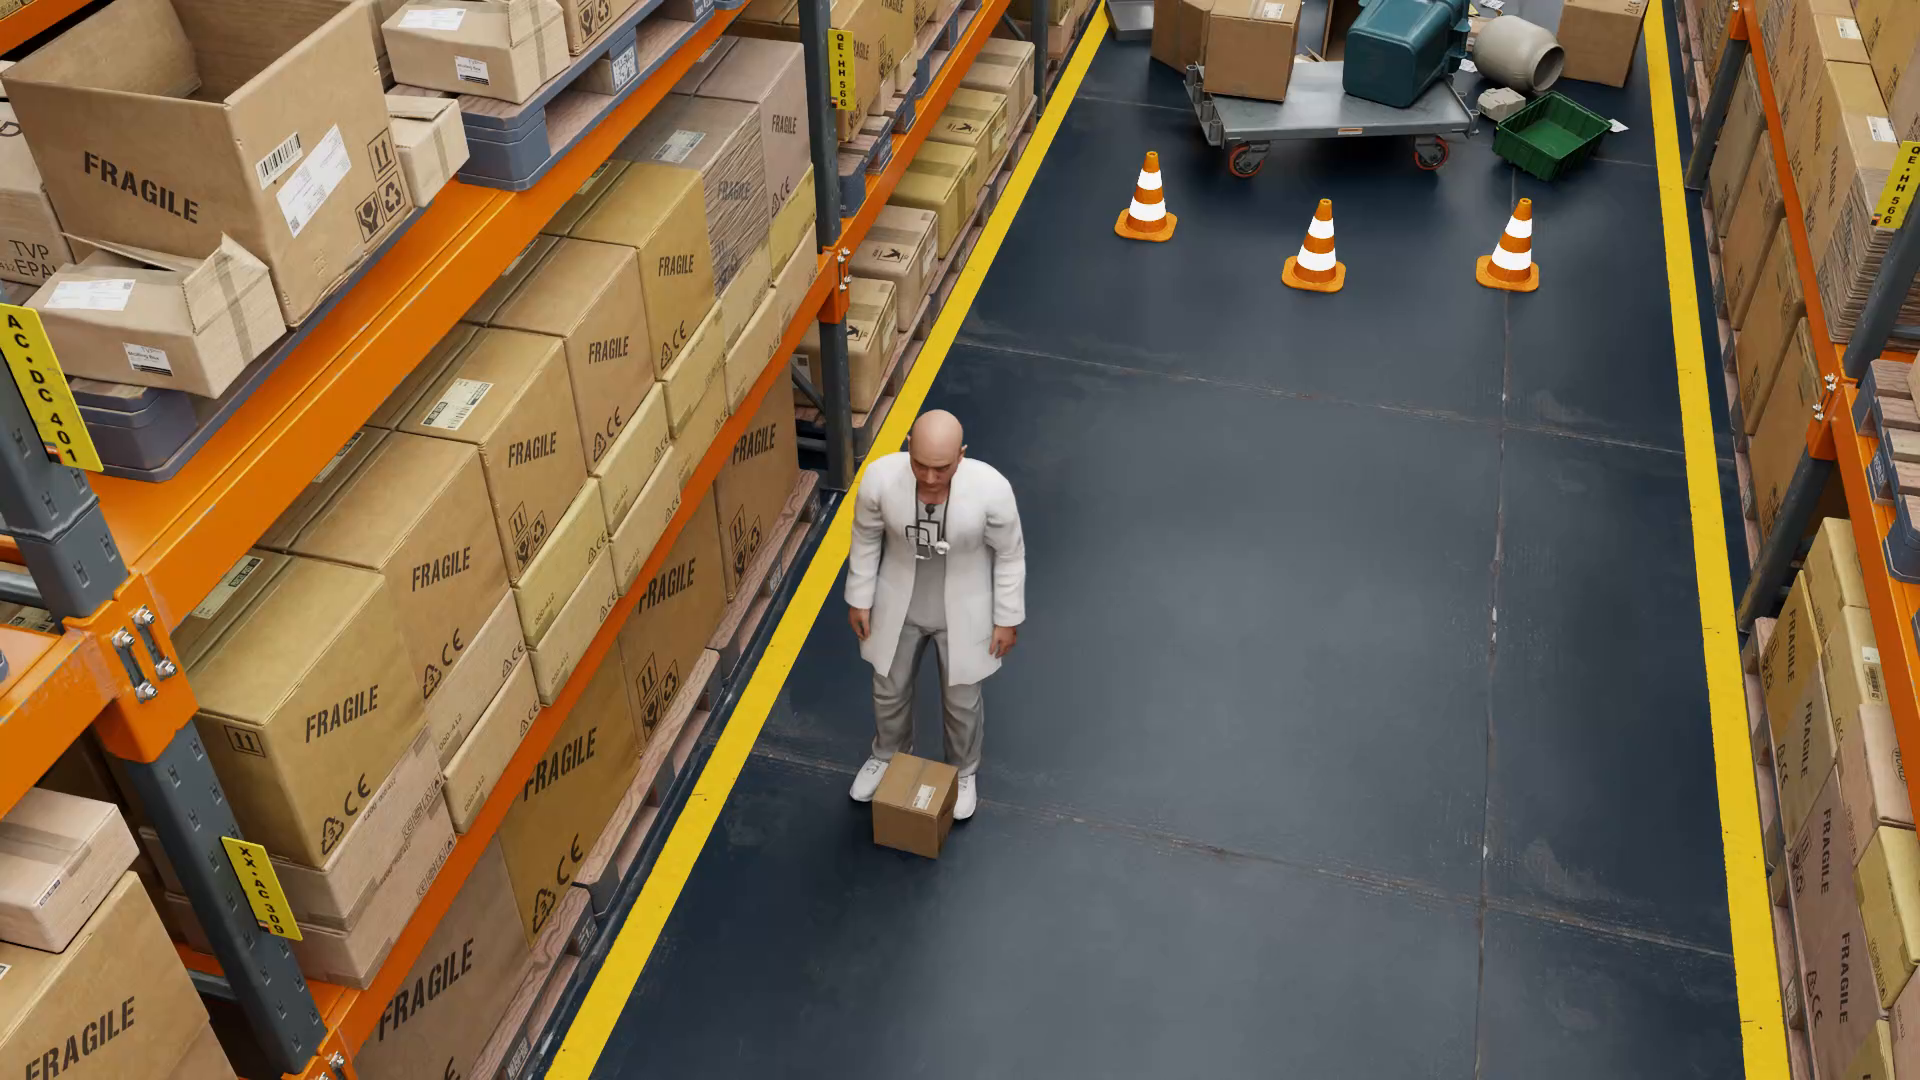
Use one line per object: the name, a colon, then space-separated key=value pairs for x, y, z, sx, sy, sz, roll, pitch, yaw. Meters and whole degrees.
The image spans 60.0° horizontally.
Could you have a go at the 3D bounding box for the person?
person: x=-0.091 y=0.250 z=5.877 sx=0.649 sy=1.772 sz=0.429 roll=7 pitch=41 yaw=9
